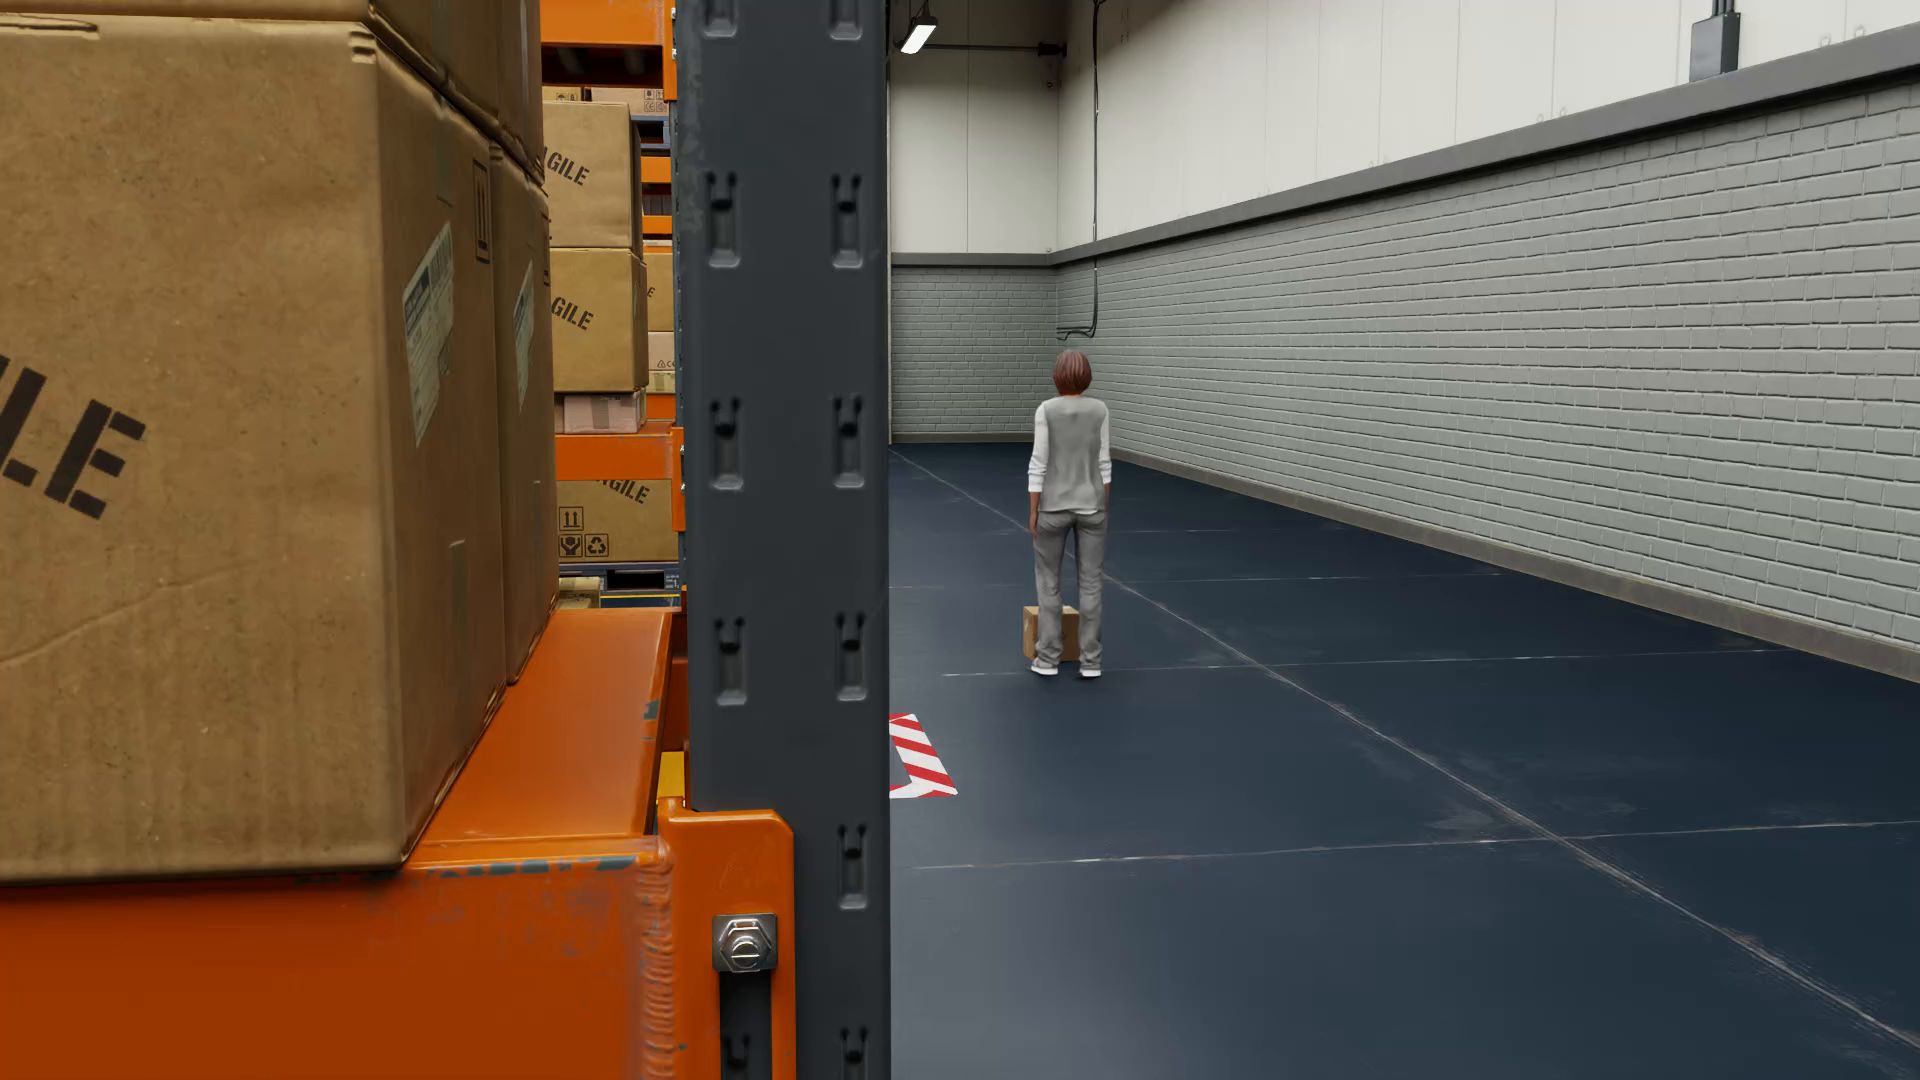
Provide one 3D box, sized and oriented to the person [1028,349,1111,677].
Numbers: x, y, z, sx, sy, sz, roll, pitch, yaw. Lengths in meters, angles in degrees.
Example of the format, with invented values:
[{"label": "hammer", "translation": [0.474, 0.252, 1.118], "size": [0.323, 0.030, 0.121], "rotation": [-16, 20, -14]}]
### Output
[{"label": "person", "translation": [0.530, -0.127, 8.112], "size": [0.413, 1.601, 0.370], "rotation": [-1, 7, -8]}]
